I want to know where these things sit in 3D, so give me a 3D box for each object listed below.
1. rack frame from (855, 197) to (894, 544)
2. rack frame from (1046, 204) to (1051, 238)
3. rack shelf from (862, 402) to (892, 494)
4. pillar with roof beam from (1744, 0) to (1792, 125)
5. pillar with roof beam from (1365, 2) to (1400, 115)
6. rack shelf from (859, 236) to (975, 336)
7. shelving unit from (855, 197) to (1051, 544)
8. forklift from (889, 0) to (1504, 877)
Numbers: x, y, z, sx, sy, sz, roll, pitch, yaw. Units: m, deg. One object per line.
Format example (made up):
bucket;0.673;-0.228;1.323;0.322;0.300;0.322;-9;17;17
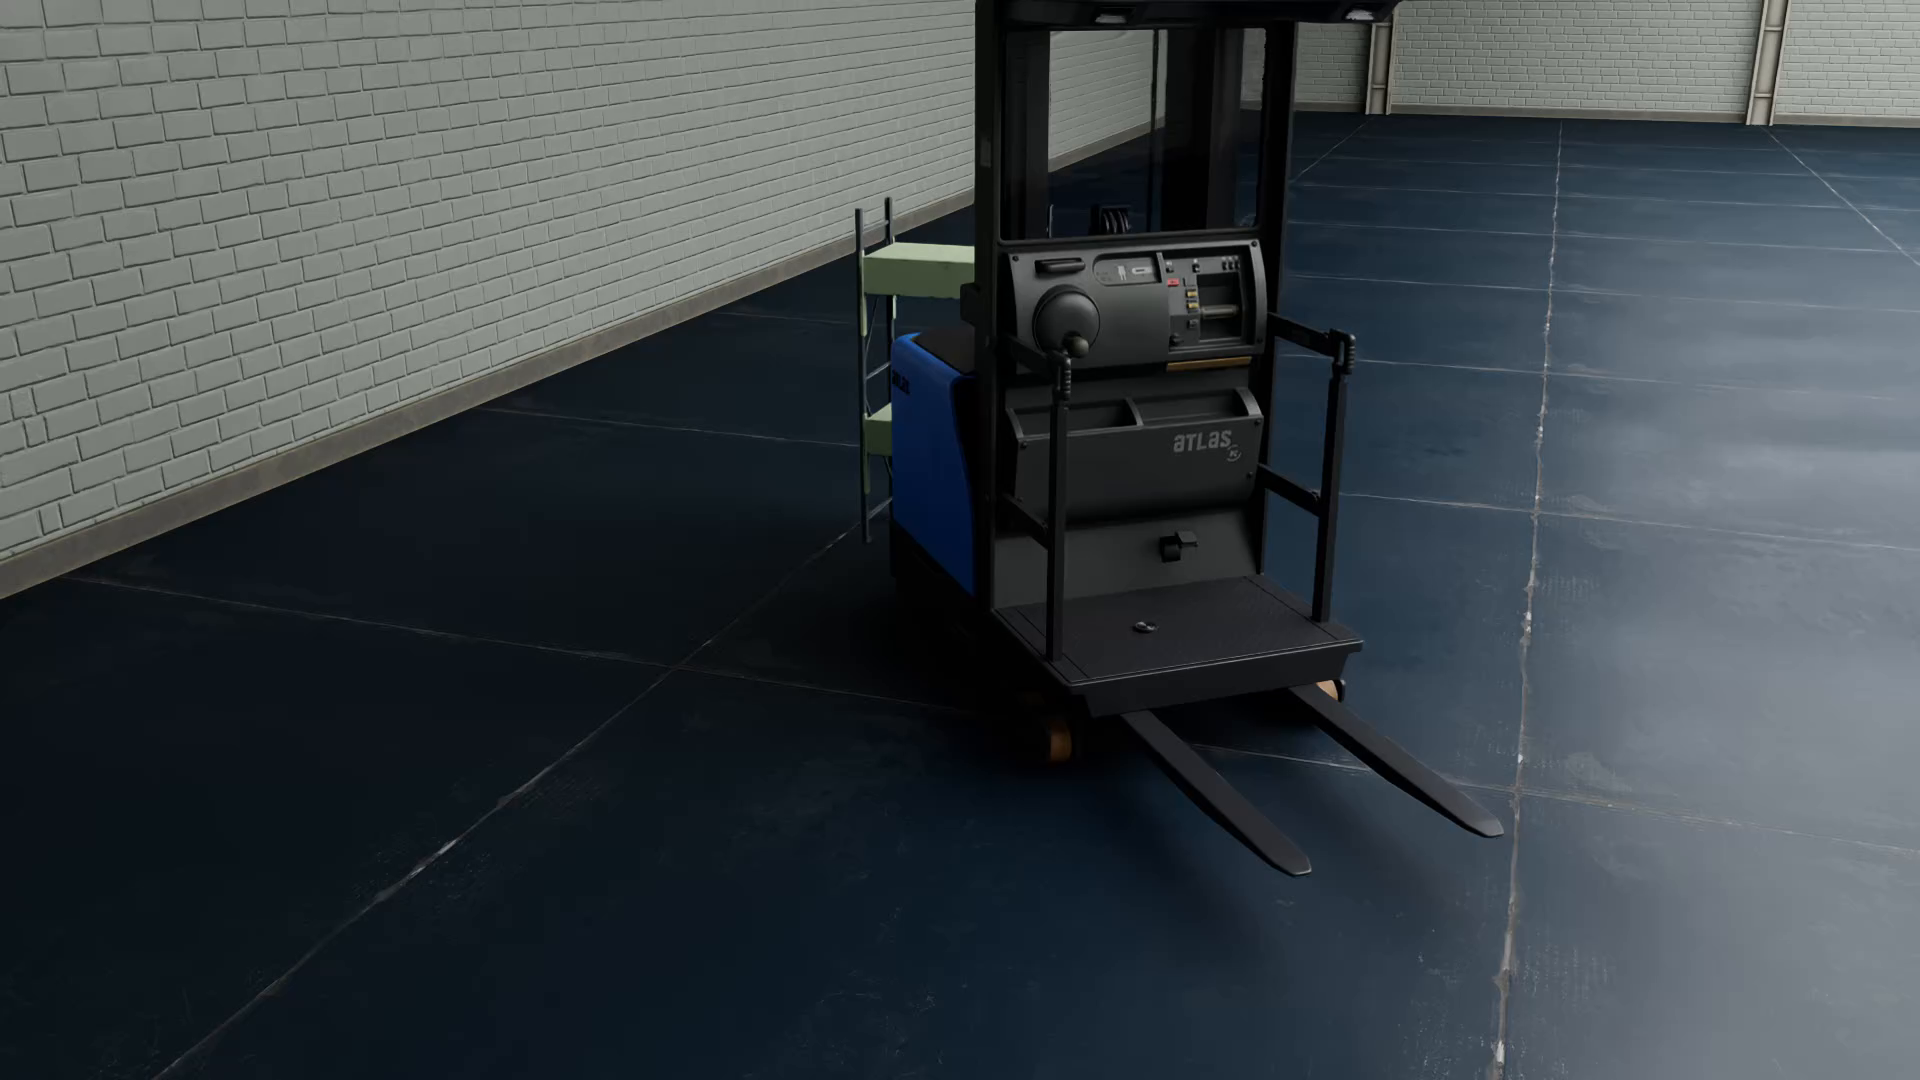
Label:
rack frame;-0.374;-0.755;7.465;0.023;1.500;0.400;6;20;17
rack frame;0.324;-0.683;7.256;0.023;1.500;0.400;6;20;17
rack shelf;-0.025;-0.411;7.468;0.720;0.370;0.431;6;20;17
pillar with roof beam;11.459;-9.617;21.493;0.400;9.000;9.100;7;20;18
pillar with roof beam;5.791;-10.265;23.353;0.400;9.000;9.100;7;20;18
rack shelf;-0.025;-1.088;7.232;0.720;0.370;0.431;6;20;17
shelving unit;-0.025;-0.719;7.360;0.755;1.500;0.431;6;20;17
forklift;0.679;-0.798;5.412;1.130;2.935;3.031;-7;20;-19
